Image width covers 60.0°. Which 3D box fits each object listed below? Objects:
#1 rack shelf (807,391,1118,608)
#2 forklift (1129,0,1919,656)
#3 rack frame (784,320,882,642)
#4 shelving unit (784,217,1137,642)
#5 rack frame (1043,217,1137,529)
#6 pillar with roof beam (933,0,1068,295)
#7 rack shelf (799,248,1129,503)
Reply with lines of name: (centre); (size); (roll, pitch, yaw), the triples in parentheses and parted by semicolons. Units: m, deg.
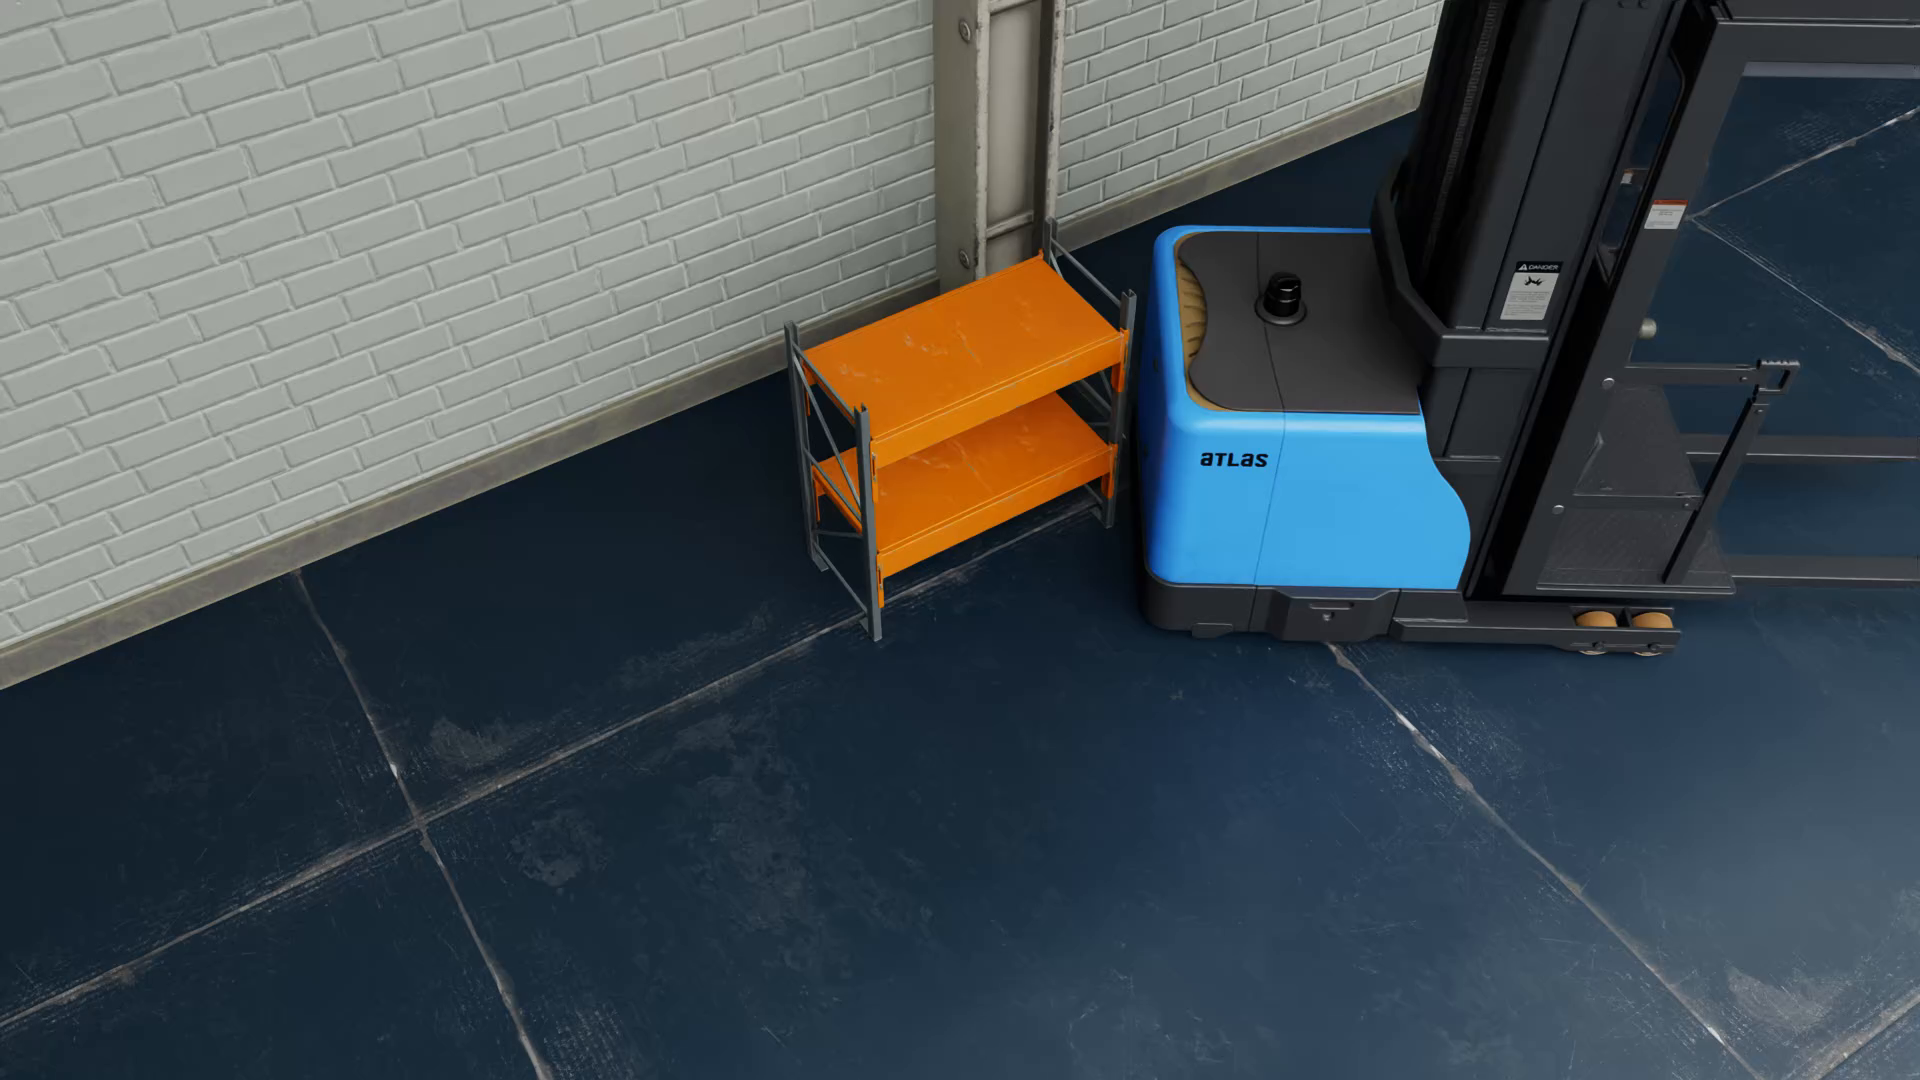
rack shelf: (0.006, -0.214, 6.015); (1.000, 0.278, 0.538); (-25, 53, -21)
forklift: (2.164, -0.971, 5.152); (3.031, 2.935, 1.130); (1, 48, 1)
rack frame: (-0.424, -0.174, 5.652); (0.032, 1.125, 0.500); (-25, 53, -21)
shelving unit: (0.006, -0.377, 5.832); (1.048, 1.125, 0.538); (-25, 53, -21)
rack frame: (0.436, -0.579, 6.013); (0.032, 1.125, 0.500); (-25, 53, -21)
pillar with roof beam: (2.443, -1.290, 1.373); (0.400, 9.000, 9.100); (-25, 53, -21)
rack shelf: (0.006, -0.571, 5.614); (1.000, 0.278, 0.538); (-25, 53, -21)
